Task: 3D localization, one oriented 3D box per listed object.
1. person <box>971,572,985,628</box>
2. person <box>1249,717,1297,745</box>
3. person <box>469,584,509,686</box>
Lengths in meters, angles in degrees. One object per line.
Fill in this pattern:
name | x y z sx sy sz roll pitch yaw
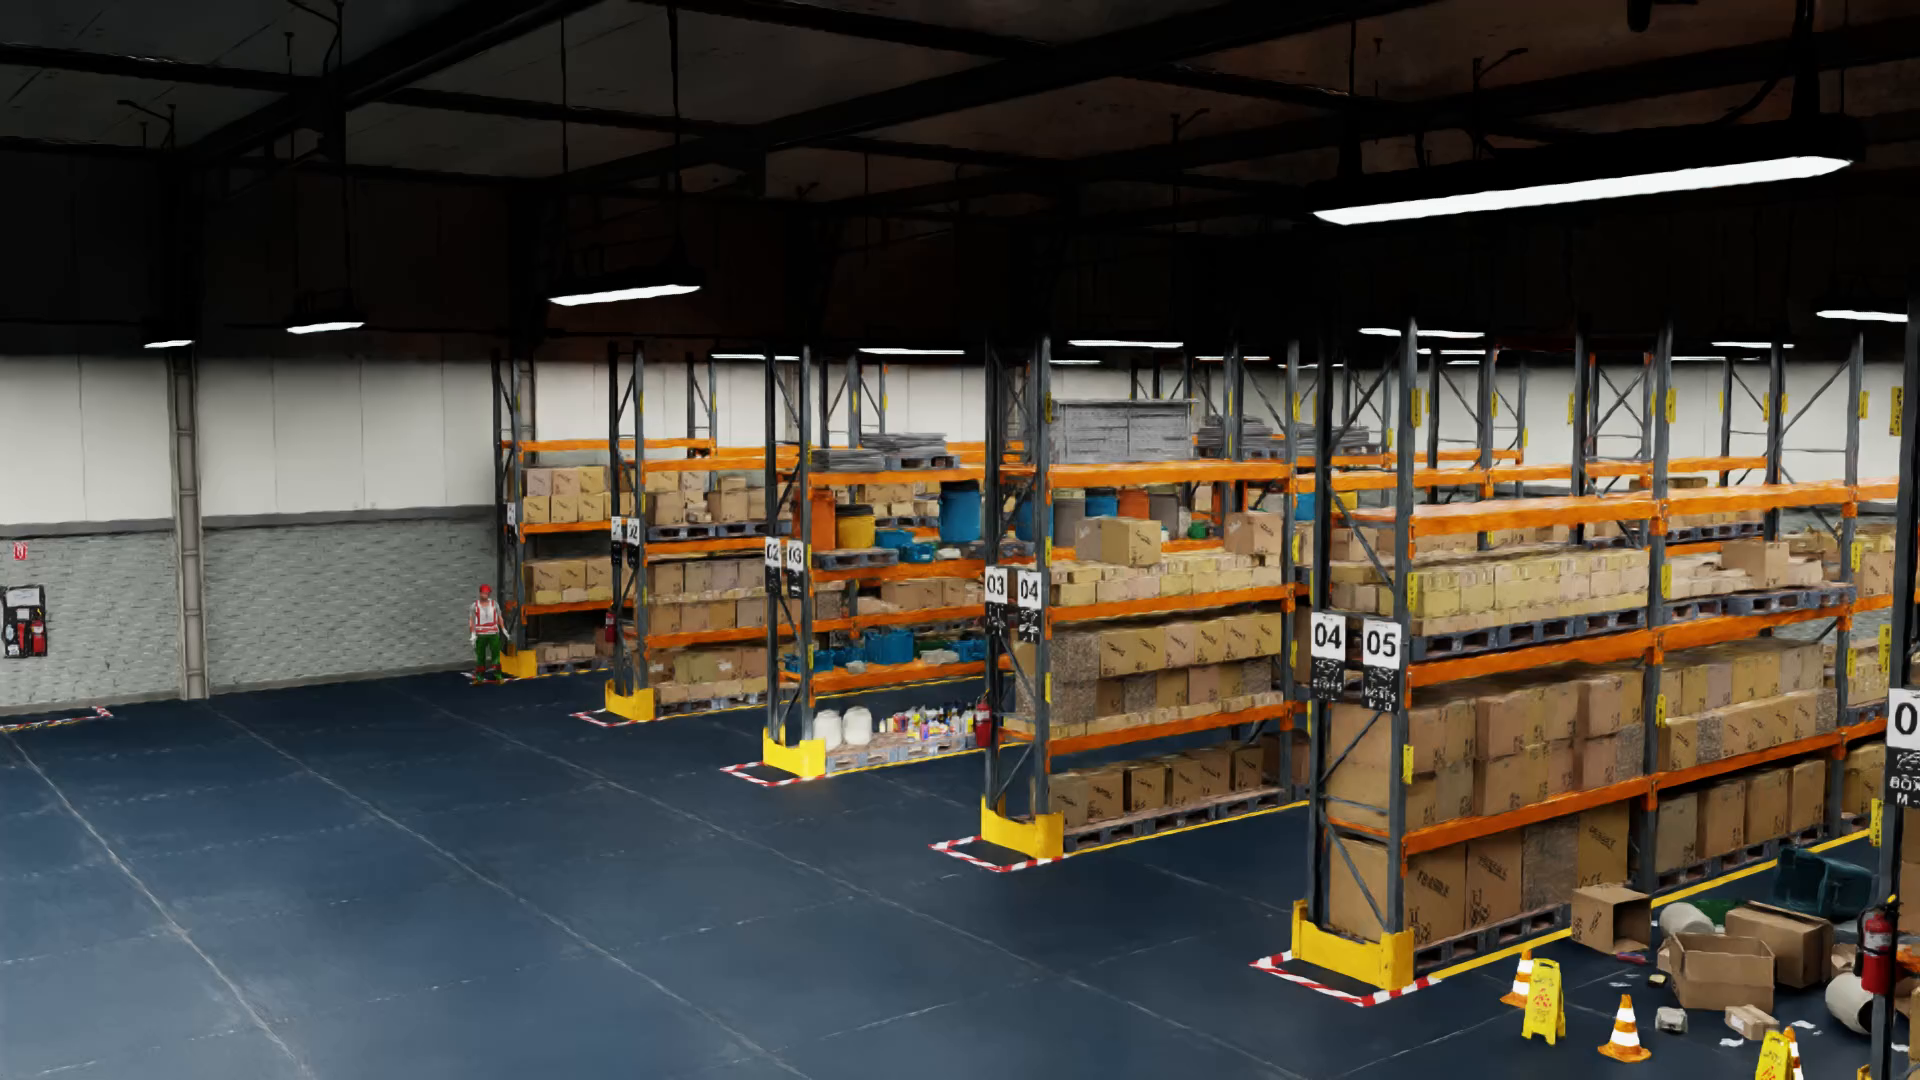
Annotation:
person | 0.490 1.439 33.254 1.017 1.587 0.447 -3 6 -28
person | 4.456 2.223 23.673 1.032 1.715 0.538 -3 6 -28
person | -8.336 1.670 29.395 0.709 1.793 0.390 -2 6 -26
